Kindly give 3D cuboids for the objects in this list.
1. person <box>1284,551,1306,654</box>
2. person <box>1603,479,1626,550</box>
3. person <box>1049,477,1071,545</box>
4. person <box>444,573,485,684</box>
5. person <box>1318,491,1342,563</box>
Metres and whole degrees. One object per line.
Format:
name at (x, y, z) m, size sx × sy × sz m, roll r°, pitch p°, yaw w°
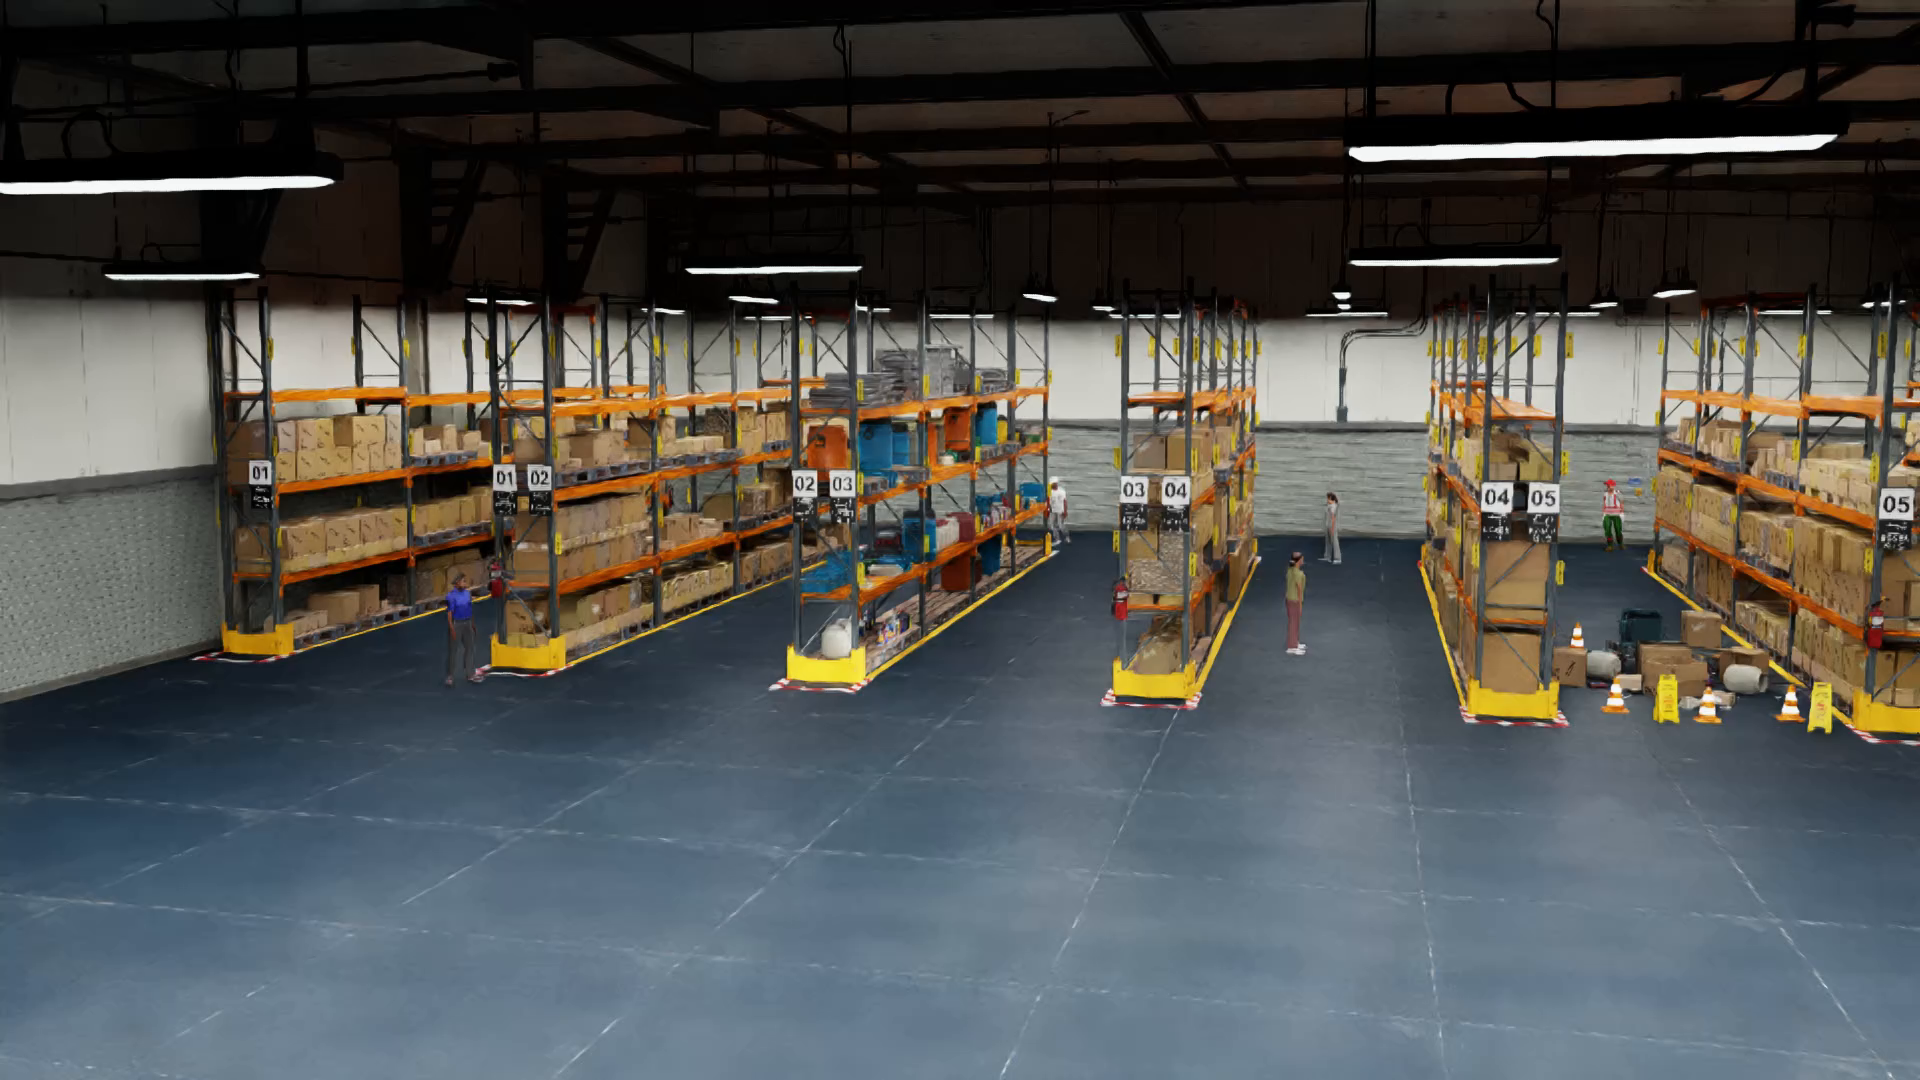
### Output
person at (5.571, 1.009, 27.423) m, size 0.454 × 1.679 × 0.539 m, roll -2°, pitch 7°, yaw -13°
person at (16.314, -0.635, 41.459) m, size 0.579 × 1.775 × 0.583 m, roll -6°, pitch 9°, yaw -41°
person at (2.538, -0.740, 42.466) m, size 0.579 × 1.753 × 0.610 m, roll -6°, pitch 9°, yaw -40°
person at (-7.487, 1.313, 24.912) m, size 0.418 × 1.662 × 0.568 m, roll 4°, pitch 8°, yaw 33°
person at (8.695, -0.308, 38.926) m, size 0.501 × 1.664 × 0.557 m, roll 1°, pitch 7°, yaw 5°
